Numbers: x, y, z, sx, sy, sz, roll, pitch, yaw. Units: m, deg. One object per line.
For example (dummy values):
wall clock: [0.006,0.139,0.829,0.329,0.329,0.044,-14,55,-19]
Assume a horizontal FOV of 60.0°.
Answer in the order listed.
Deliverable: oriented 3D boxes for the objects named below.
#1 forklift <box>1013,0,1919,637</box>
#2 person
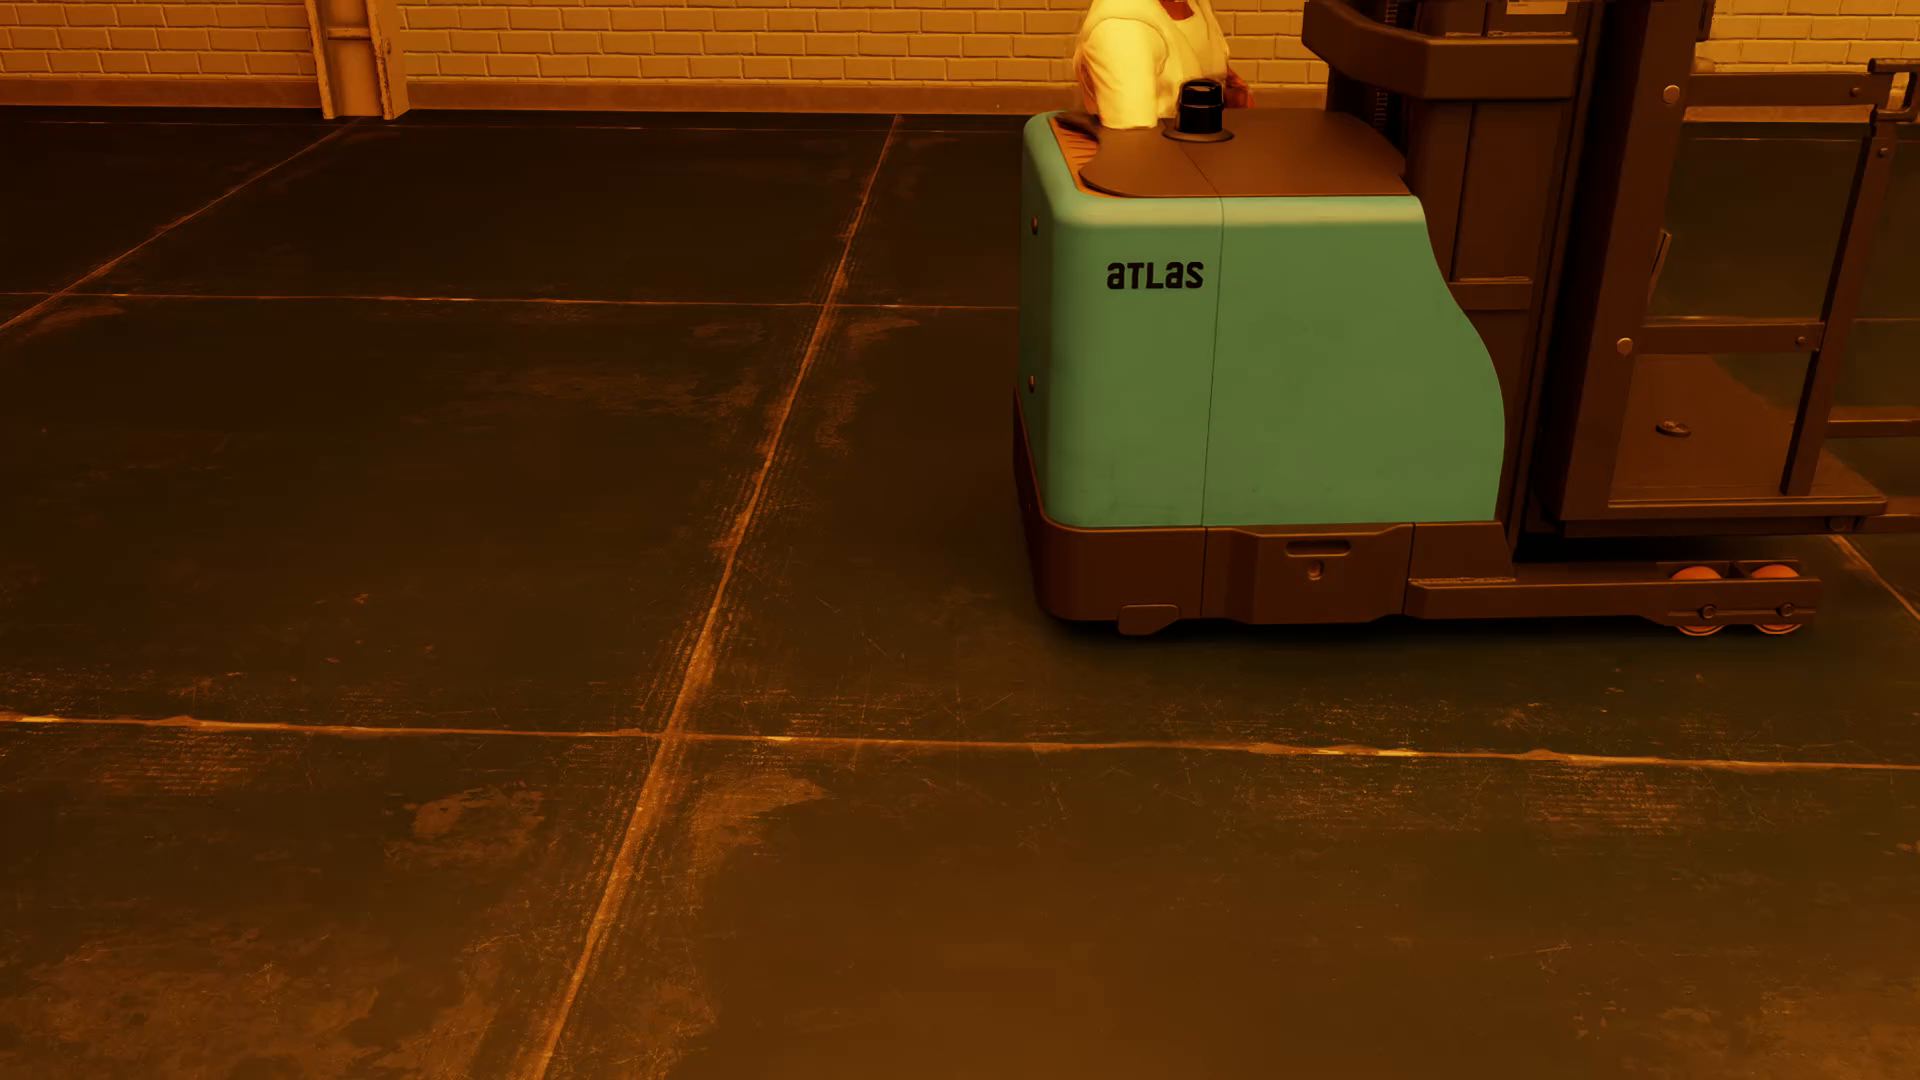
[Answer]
forklift: [1.685,-1.314,3.873,3.031,2.935,1.130,-1,26,-2]
person: [0.651,-0.892,4.385,0.657,1.665,0.872,16,30,29]
